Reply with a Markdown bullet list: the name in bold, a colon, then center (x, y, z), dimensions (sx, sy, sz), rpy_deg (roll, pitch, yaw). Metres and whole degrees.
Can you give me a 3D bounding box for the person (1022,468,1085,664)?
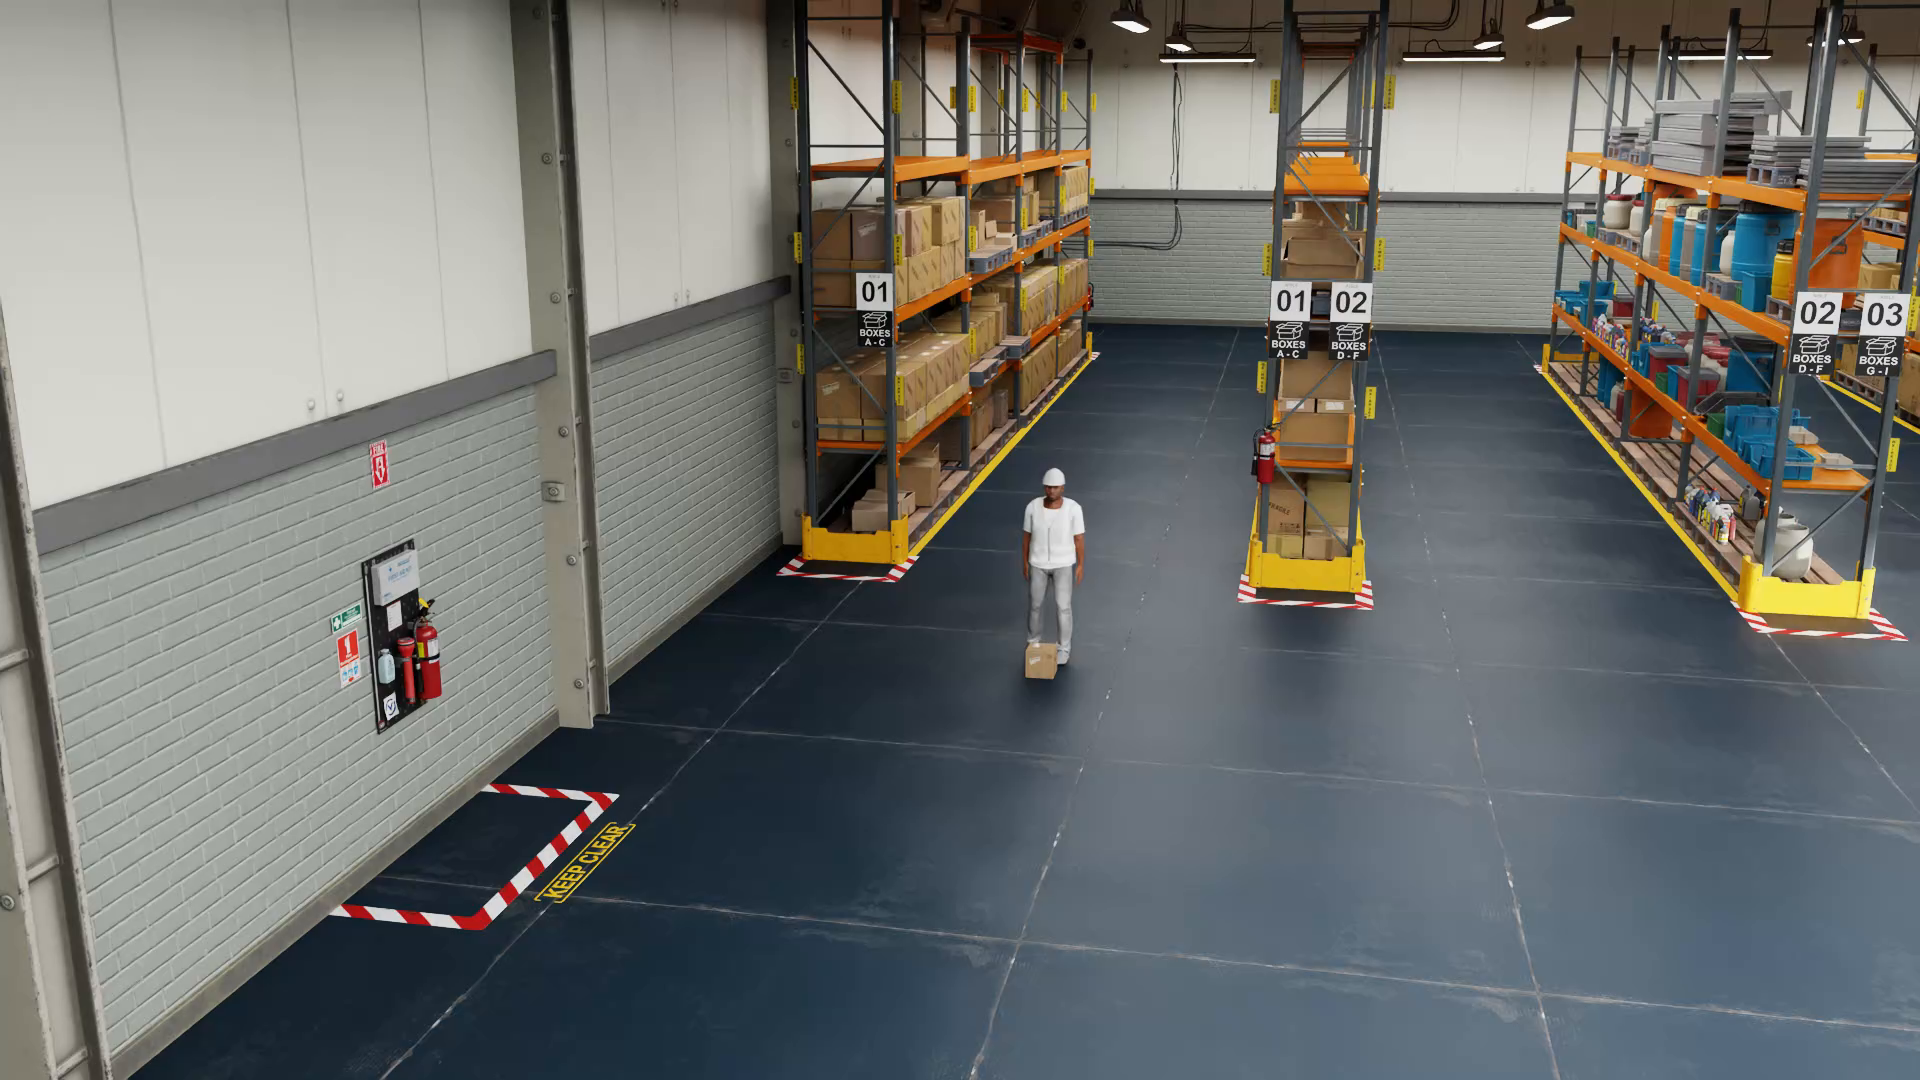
- **person**: center (0.833, 0.242, 15.070), dimensions (0.577, 1.788, 0.489), rpy_deg (3, 15, 13)
